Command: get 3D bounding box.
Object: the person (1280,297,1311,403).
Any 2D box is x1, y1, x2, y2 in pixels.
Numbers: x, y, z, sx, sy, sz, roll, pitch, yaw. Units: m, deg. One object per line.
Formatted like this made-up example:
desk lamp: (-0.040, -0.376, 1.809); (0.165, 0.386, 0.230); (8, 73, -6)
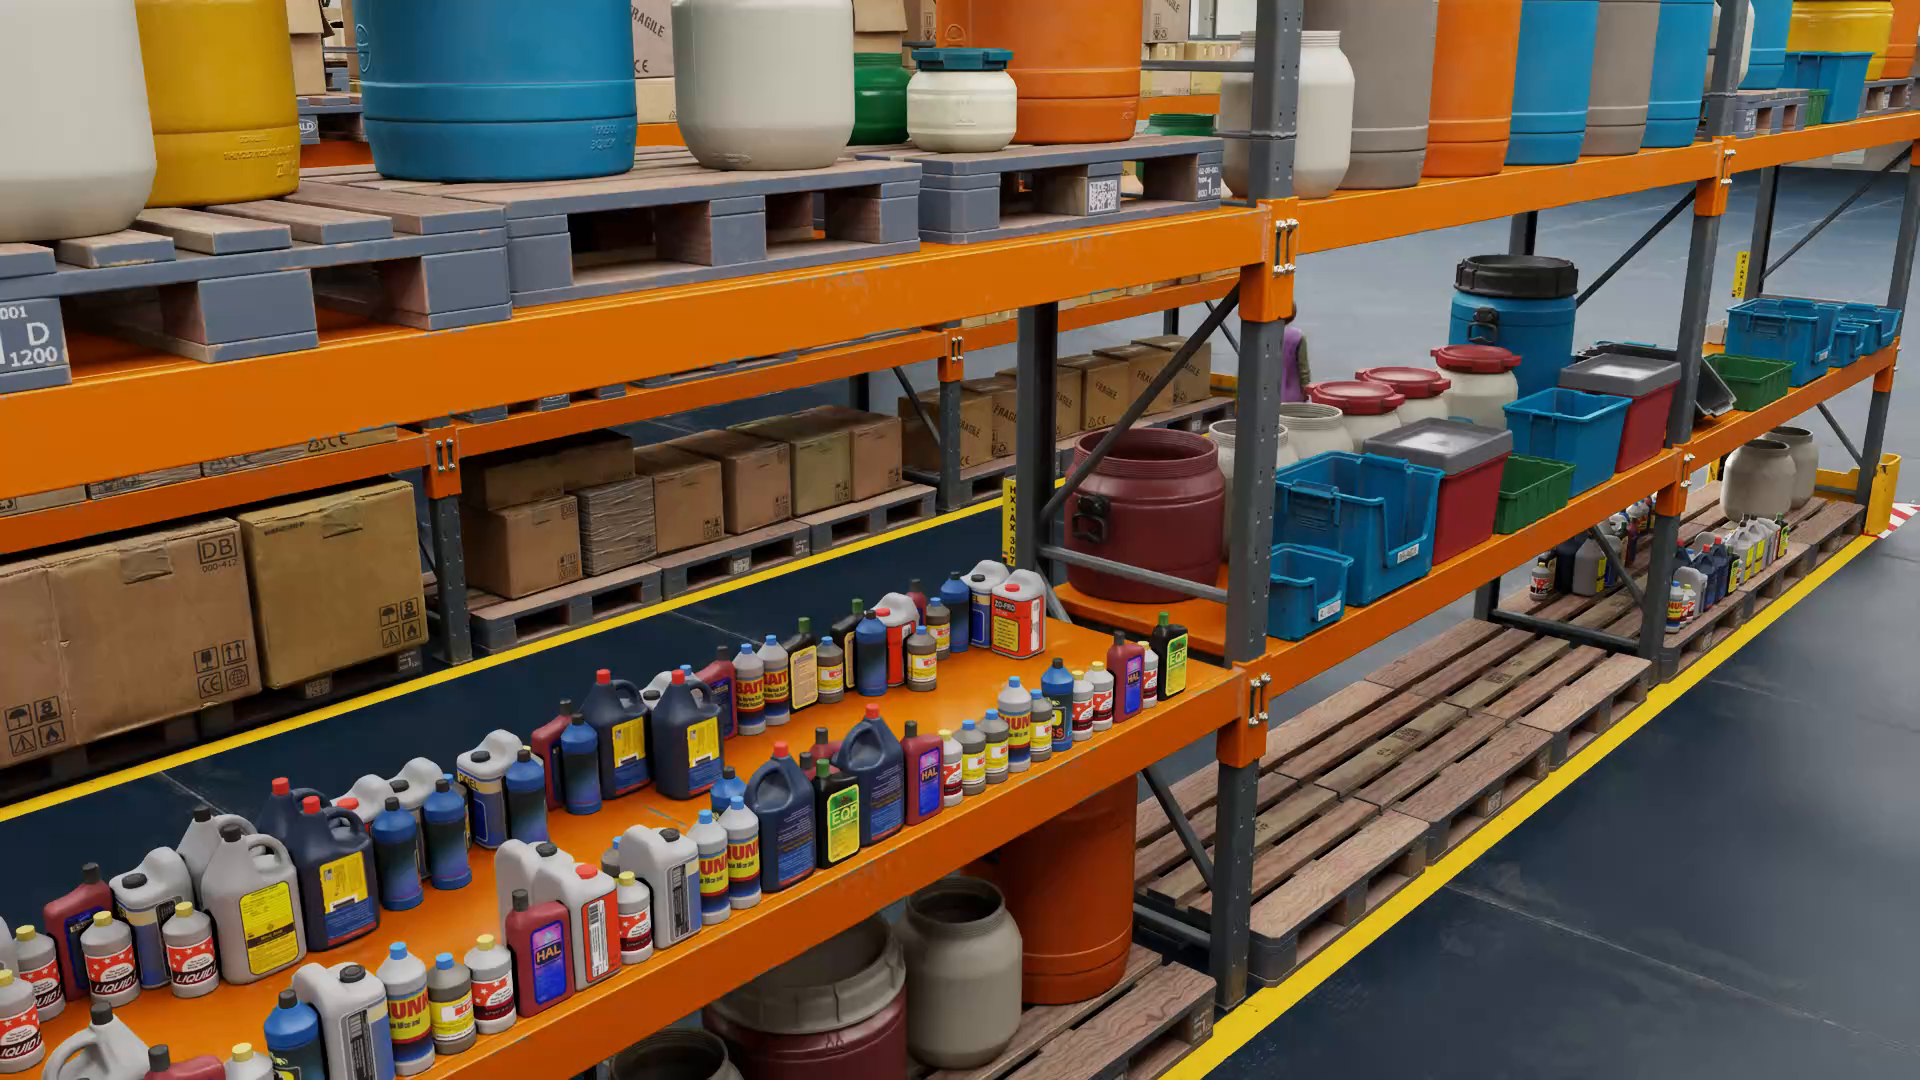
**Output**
person: (2.191, -0.904, 11.466); (0.426, 1.624, 0.468); (8, 19, 24)
